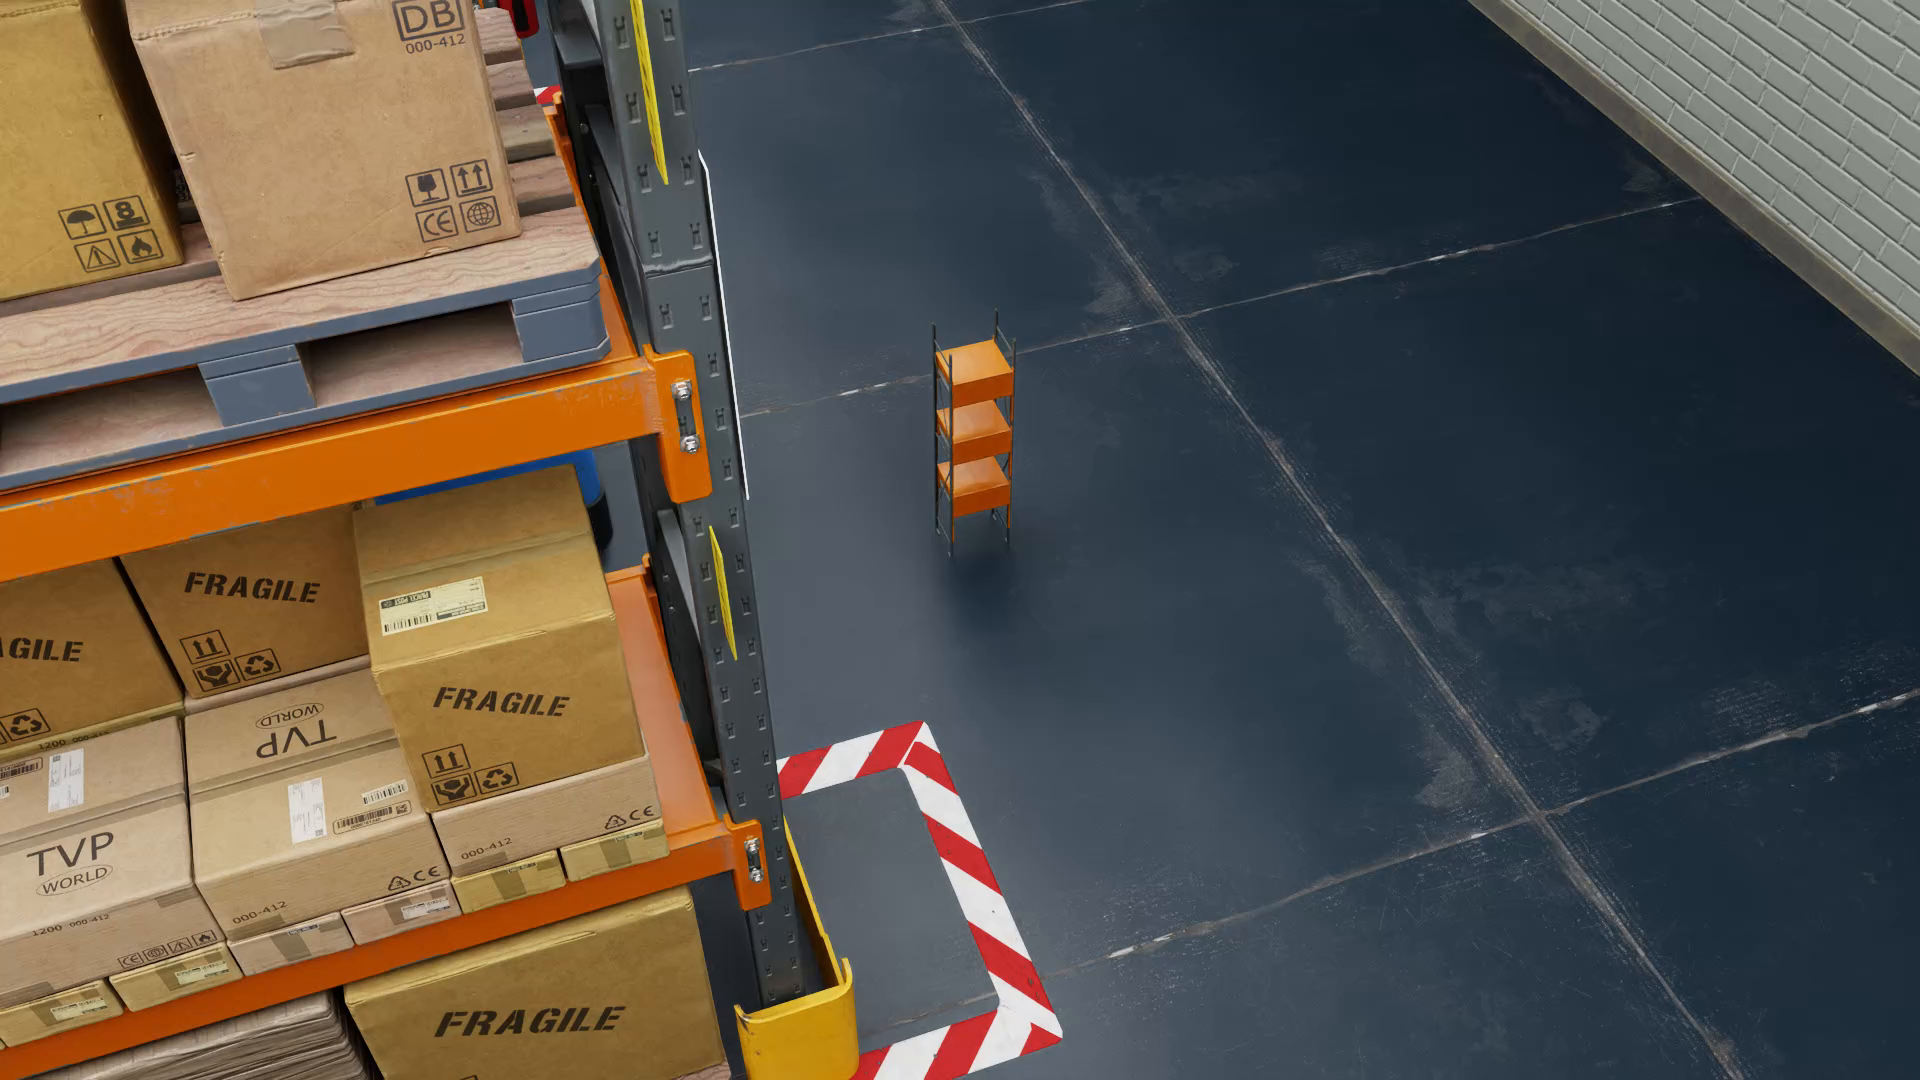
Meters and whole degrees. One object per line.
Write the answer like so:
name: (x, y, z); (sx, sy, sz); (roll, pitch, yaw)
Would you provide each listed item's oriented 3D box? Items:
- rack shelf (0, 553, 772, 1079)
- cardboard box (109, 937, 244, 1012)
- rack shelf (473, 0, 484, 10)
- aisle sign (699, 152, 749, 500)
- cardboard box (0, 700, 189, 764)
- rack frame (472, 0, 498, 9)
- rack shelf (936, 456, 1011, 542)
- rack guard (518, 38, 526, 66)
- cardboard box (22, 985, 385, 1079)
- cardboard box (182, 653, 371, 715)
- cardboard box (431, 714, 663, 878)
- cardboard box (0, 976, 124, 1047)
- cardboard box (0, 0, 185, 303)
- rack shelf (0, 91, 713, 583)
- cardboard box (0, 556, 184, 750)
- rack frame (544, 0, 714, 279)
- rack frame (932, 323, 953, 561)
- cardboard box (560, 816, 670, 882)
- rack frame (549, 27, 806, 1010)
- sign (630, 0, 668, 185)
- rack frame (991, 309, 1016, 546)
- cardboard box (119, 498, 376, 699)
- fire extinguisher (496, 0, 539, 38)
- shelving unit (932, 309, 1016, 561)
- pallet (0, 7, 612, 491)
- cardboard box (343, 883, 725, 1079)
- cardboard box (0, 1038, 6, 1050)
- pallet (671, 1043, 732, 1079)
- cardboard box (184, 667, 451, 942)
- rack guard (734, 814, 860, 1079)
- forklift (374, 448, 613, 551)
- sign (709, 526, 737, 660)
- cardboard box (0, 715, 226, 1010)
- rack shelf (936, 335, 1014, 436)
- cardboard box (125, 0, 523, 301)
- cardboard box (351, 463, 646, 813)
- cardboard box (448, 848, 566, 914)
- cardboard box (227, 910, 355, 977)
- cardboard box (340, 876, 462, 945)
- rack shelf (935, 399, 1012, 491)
rack shelf: (-2.556, 0.977, 4.166); (4.000, 0.370, 1.077); (-14, 47, -14)
cardboard box: (-1.858, 0.883, 3.930); (0.250, 0.149, 0.380); (-15, 47, -15)
rack shelf: (-4.237, -2.322, 7.455); (4.000, 0.370, 1.077); (-14, 47, -14)
aisle sign: (-0.505, -0.493, 3.288); (0.004, 0.787, 0.394); (-14, 47, -14)
cardboard box: (-2.178, 0.374, 4.156); (0.500, 0.250, 0.500); (-16, 47, -15)
rack frame: (-2.356, -3.057, 7.679); (0.127, 3.000, 1.000); (-14, 47, -14)
rack shelf: (0.050, -0.180, 6.595); (0.240, 0.259, 0.215); (-14, 47, -14)
rack guard: (-2.338, -2.189, 8.579); (0.348, 0.500, 1.175); (-14, 47, -14)
cardboard box: (-2.105, 1.270, 4.570); (0.875, 0.875, 0.875); (-14, 47, -14)
cardboard box: (-1.704, 0.255, 4.274); (0.500, 0.250, 0.500); (-15, 47, -14)
cardboard box: (-1.040, 0.484, 4.046); (0.500, 0.250, 0.500); (-15, 47, -14)
cardboard box: (-2.102, 0.945, 3.867); (0.250, 0.149, 0.380); (-14, 47, -14)
cardboard box: (-1.716, -0.820, 2.894); (0.500, 0.500, 0.700); (-16, 47, -15)
rack shelf: (-2.556, -0.082, 3.104); (4.000, 0.370, 1.077); (-14, 47, -14)
cardboard box: (-2.173, 0.110, 3.889); (0.500, 0.500, 0.500); (-16, 47, -15)
rack frame: (-0.674, -1.875, 2.266); (0.127, 3.000, 1.000); (-14, 47, -14)
rack frame: (-0.064, -0.354, 6.362); (0.008, 1.050, 0.200); (-14, 47, -14)
cardboard box: (-0.898, 0.636, 4.176); (0.250, 0.149, 0.380); (-14, 47, -13)
rack frame: (-0.674, 0.242, 4.391); (0.127, 3.000, 1.000); (-14, 47, -14)
sign: (-0.503, -0.736, 2.679); (0.005, 0.325, 0.100); (-14, 47, -14)
rack frame: (0.165, -0.413, 6.420); (0.008, 1.050, 0.200); (-14, 47, -14)
cardboard box: (-1.688, -0.019, 4.017); (0.500, 0.500, 0.500); (-15, 47, -15)
fire extinguisher: (-2.060, -2.632, 7.573); (0.183, 0.674, 0.296); (-14, 47, -14)
shelving unit: (0.050, -0.383, 6.391); (0.252, 1.050, 0.215); (-14, 47, -14)
pallet: (-1.369, -0.600, 3.175); (1.213, 0.211, 1.003); (-14, 47, -14)
cardboard box: (-1.249, 1.051, 4.788); (0.875, 0.875, 0.875); (-14, 47, -14)
cardboard box: (-2.335, 1.003, 3.810); (0.250, 0.149, 0.380); (-13, 47, -13)
pallet: (-1.400, 1.471, 5.135); (1.213, 0.211, 1.003); (-14, 47, -14)
cardboard box: (-1.518, 0.605, 3.925); (0.500, 0.250, 0.500); (-15, 47, -15)
rack guard: (-0.652, 1.119, 5.282); (0.348, 0.500, 1.175); (-14, 47, -14)
forklift: (-2.960, -0.903, 5.581); (3.031, 2.935, 1.130); (-16, 47, -15)
sign: (-0.503, 0.115, 3.533); (0.005, 0.325, 0.100); (-14, 47, -14)
cardboard box: (-1.996, 0.728, 3.803); (0.500, 0.250, 0.500); (-16, 47, -15)
rack shelf: (0.050, -0.576, 6.197); (0.240, 0.259, 0.215); (-14, 47, -14)
cardboard box: (-1.145, -0.875, 2.949); (0.500, 0.500, 0.700); (-17, 48, -16)
cardboard box: (-1.043, 0.218, 3.782); (0.500, 0.500, 0.500); (-14, 47, -13)
cardboard box: (-1.142, 0.700, 4.112); (0.250, 0.149, 0.380); (-14, 47, -13)
cardboard box: (-1.614, 0.819, 3.993); (0.250, 0.149, 0.380); (-14, 47, -13)
cardboard box: (-1.379, 0.760, 4.053); (0.250, 0.149, 0.380); (-14, 47, -14)
rack shelf: (0.050, -0.376, 6.398); (0.240, 0.259, 0.215); (-14, 47, -14)
